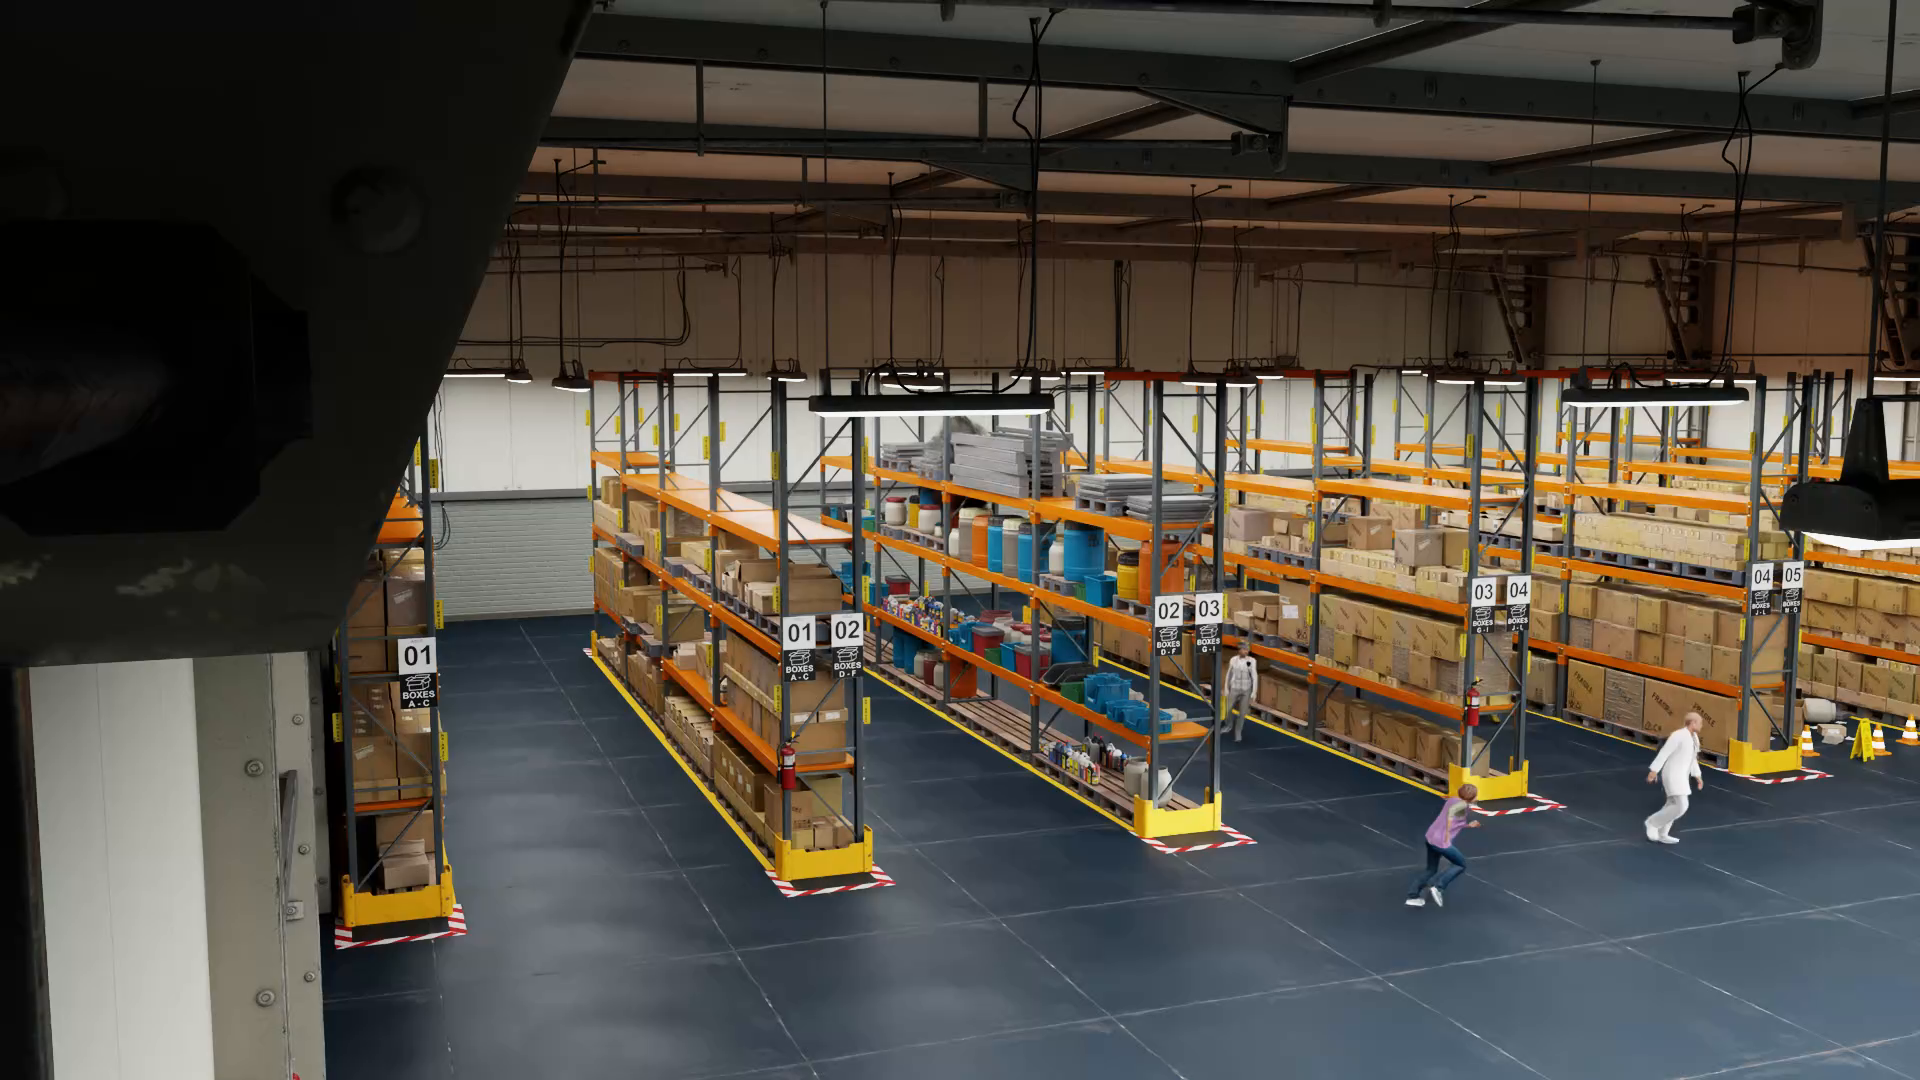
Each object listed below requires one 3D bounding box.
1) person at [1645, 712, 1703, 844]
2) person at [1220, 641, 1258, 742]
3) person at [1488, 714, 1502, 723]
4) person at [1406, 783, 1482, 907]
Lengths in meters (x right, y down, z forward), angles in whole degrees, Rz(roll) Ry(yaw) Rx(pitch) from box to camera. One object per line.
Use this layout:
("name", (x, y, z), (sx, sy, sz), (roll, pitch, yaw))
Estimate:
("person", (9.237, 3.078, 21.521), (0.595, 1.740, 0.730), (6, 8, 41))
("person", (4.578, 2.475, 27.286), (0.603, 1.698, 0.475), (1, 6, 11))
("person", (9.124, 2.283, 28.729), (0.690, 1.716, 0.650), (-1, 6, -8))
("person", (5.533, 3.550, 18.951), (0.875, 1.323, 0.570), (0, 6, -4))
